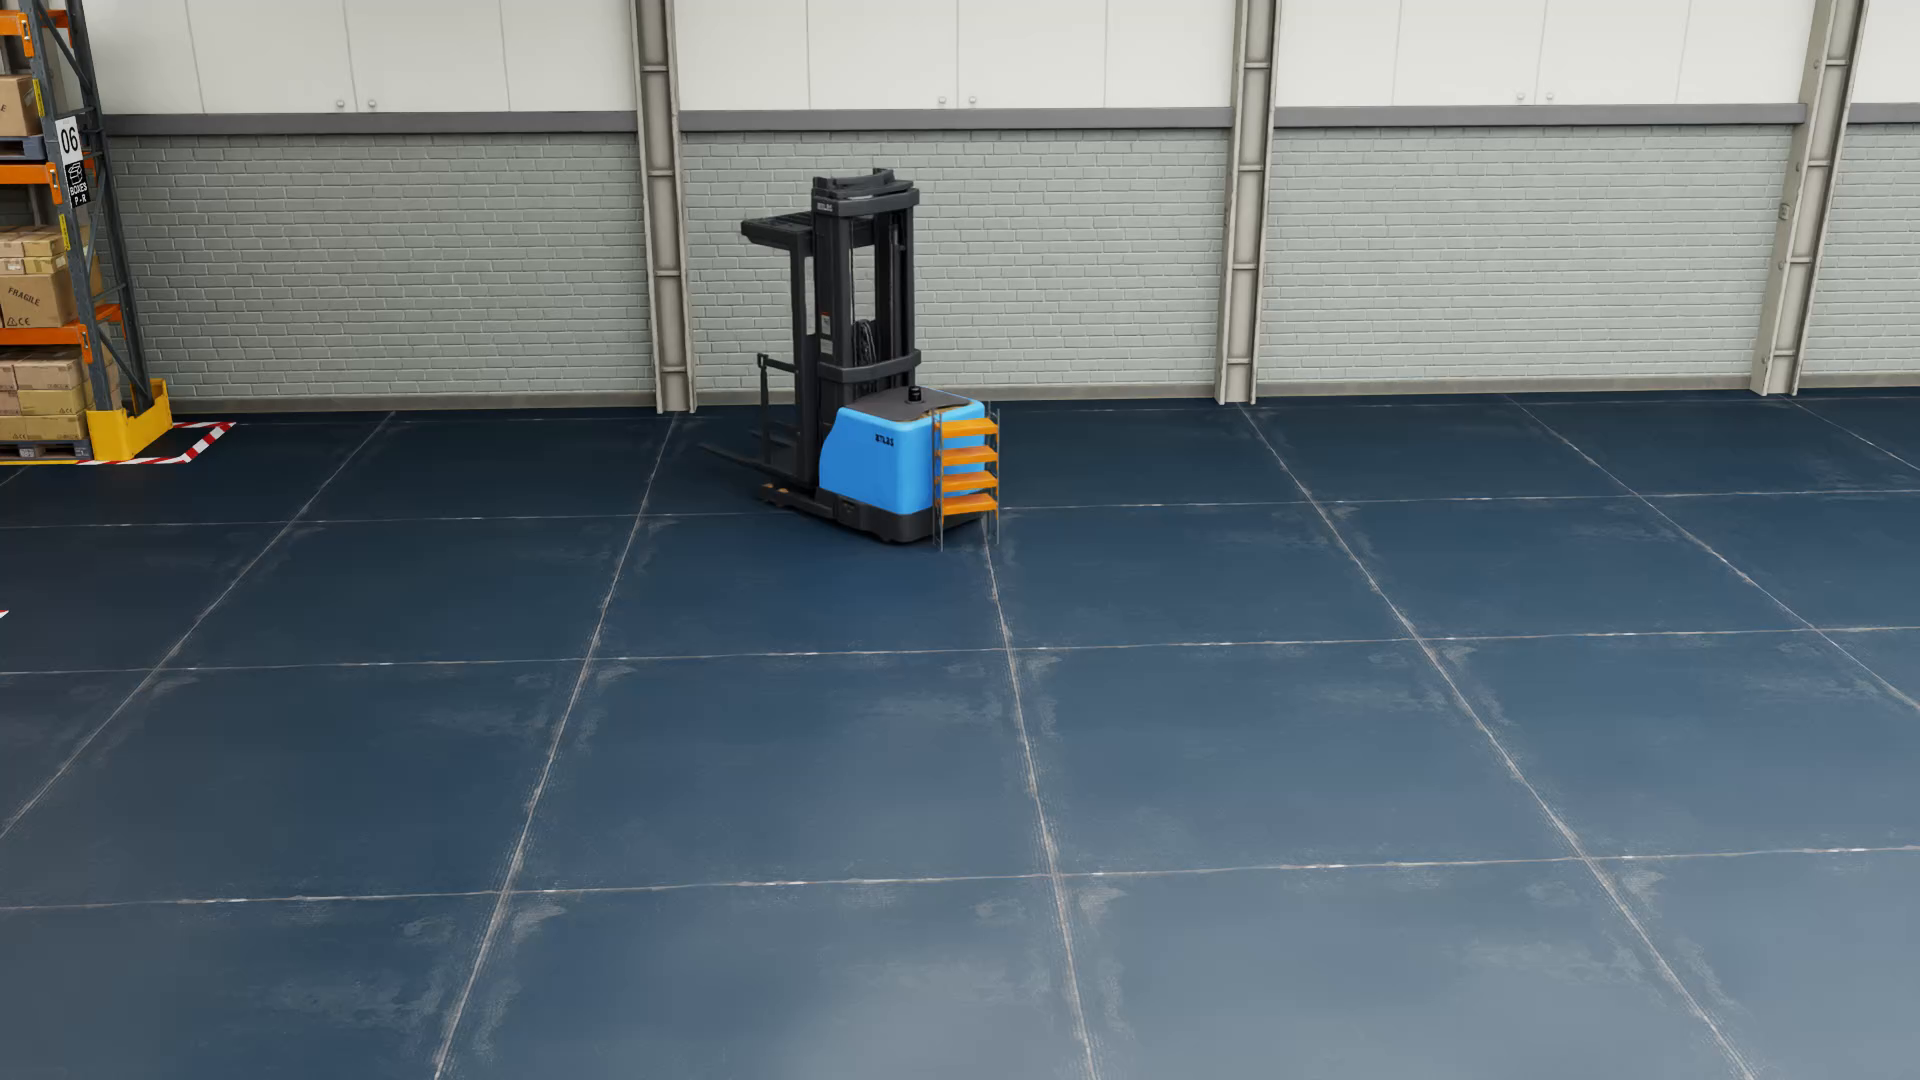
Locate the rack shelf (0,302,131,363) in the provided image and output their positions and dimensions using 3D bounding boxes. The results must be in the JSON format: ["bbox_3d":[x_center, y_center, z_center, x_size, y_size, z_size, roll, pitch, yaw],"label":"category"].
[{"bbox_3d":[-10.253,-1.993,16.083,4.000,0.370,1.077,-1,21,-3],"label":"rack shelf"}]

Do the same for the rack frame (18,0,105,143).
[{"bbox_3d":[-8.256,-5.174,14.994,0.127,3.000,1.000,-1,21,-3],"label":"rack frame"}]

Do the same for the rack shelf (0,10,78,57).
[{"bbox_3d":[-10.253,-4.610,15.087,4.000,0.370,1.077,-1,21,-3],"label":"rack shelf"}]

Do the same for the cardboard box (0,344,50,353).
[{"bbox_3d":[-9.245,-1.795,16.419,0.500,0.250,0.500,-1,21,-3],"label":"cardboard box"}]

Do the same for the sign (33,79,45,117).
[{"bbox_3d":[-8.239,-3.956,14.877,0.005,0.325,0.100,-1,21,-3],"label":"sign"}]

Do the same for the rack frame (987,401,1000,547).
[{"bbox_3d":[0.276,-0.544,13.796,0.015,1.200,0.240,-7,22,-17],"label":"rack frame"}]

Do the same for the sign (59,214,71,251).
[{"bbox_3d":[-8.239,-2.829,15.306,0.005,0.325,0.100,-1,21,-3],"label":"sign"}]

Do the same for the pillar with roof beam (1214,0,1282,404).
[{"bbox_3d":[3.224,-4.194,12.421,0.400,9.000,9.100,-1,21,-3],"label":"pillar with roof beam"}]

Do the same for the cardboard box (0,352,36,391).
[{"bbox_3d":[-9.207,-1.616,15.950,0.500,0.250,0.500,-1,21,-2],"label":"cardboard box"}]

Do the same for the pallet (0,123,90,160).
[{"bbox_3d":[-8.963,-3.725,15.530,1.213,0.211,1.003,-1,21,-3],"label":"pallet"}]

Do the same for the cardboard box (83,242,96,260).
[{"bbox_3d":[-8.610,-2.805,16.152,0.250,0.149,0.380,-2,21,-4],"label":"cardboard box"}]

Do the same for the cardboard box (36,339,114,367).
[{"bbox_3d":[-8.747,-1.806,16.449,0.500,0.250,0.500,-1,21,-4],"label":"cardboard box"}]

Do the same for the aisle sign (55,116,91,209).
[{"bbox_3d":[-8.174,-3.482,15.328,0.004,0.787,0.394,-1,21,-3],"label":"aisle sign"}]

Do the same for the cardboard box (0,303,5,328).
[{"bbox_3d":[-9.251,-2.306,15.753,0.500,0.500,0.500,-1,21,-1],"label":"cardboard box"}]

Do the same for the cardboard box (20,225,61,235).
[{"bbox_3d":[-8.873,-2.945,16.101,0.250,0.149,0.380,0,21,-1],"label":"cardboard box"}]

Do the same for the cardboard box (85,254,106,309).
[{"bbox_3d":[-8.766,-2.505,16.276,0.500,0.500,0.500,0,21,-1],"label":"cardboard box"}]

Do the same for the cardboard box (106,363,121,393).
[{"bbox_3d":[-8.737,-1.579,16.556,0.500,0.250,0.500,-1,21,-2],"label":"cardboard box"}]

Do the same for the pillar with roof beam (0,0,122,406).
[{"bbox_3d":[-8.757,-3.950,11.781,0.400,9.000,9.100,-1,21,-3],"label":"pillar with roof beam"}]

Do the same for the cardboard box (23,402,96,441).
[{"bbox_3d":[-8.707,-1.159,16.156,0.500,0.250,0.500,-1,21,-3],"label":"cardboard box"}]

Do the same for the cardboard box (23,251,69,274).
[{"bbox_3d":[-8.586,-2.613,15.648,0.250,0.149,0.380,-1,21,-2],"label":"cardboard box"}]

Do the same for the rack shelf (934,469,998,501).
[{"bbox_3d":[0.045,-0.454,13.748,0.480,0.148,0.258,-7,22,-17],"label":"rack shelf"}]

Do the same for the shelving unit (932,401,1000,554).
[{"bbox_3d":[0.045,-0.517,13.724,0.503,1.200,0.258,-7,22,-17],"label":"shelving unit"}]

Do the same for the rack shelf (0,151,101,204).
[{"bbox_3d":[-10.253,-3.395,15.549,4.000,0.370,1.077,-1,21,-3],"label":"rack shelf"}]

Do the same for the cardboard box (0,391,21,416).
[{"bbox_3d":[-9.225,-1.388,16.053,0.500,0.250,0.500,-1,21,-4],"label":"cardboard box"}]

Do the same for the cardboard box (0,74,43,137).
[{"bbox_3d":[-8.684,-3.966,15.167,0.500,0.500,0.500,0,21,-1],"label":"cardboard box"}]

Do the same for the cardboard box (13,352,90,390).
[{"bbox_3d":[-8.698,-1.628,15.983,0.500,0.250,0.500,0,21,-1],"label":"cardboard box"}]

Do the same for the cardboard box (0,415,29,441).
[{"bbox_3d":[-9.204,-1.153,16.139,0.500,0.250,0.500,-1,21,-3],"label":"cardboard box"}]

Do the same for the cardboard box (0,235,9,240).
[{"bbox_3d":[-9.106,-2.746,15.578,0.250,0.149,0.380,-1,21,-2],"label":"cardboard box"}]

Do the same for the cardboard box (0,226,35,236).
[{"bbox_3d":[-9.130,-2.924,16.047,0.250,0.149,0.380,-1,21,-2],"label":"cardboard box"}]

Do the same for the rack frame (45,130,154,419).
[{"bbox_3d":[-8.256,-2.370,16.062,0.127,3.000,1.000,-1,21,-3],"label":"rack frame"}]

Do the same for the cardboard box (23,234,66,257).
[{"bbox_3d":[-8.602,-2.777,15.660,0.250,0.149,0.380,-1,21,-3],"label":"cardboard box"}]

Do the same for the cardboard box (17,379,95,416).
[{"bbox_3d":[-8.724,-1.394,16.069,0.500,0.250,0.500,-1,21,-4],"label":"cardboard box"}]

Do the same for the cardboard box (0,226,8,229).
[{"bbox_3d":[-9.377,-2.924,16.048,0.250,0.149,0.380,-1,21,-3],"label":"cardboard box"}]

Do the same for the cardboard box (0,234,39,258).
[{"bbox_3d":[-8.846,-2.761,15.618,0.250,0.149,0.380,-1,21,-3],"label":"cardboard box"}]

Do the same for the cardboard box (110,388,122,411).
[{"bbox_3d":[-8.758,-1.341,16.632,0.500,0.250,0.500,-1,21,-3],"label":"cardboard box"}]

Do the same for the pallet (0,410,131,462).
[{"bbox_3d":[-9.017,-1.036,16.478,1.213,0.211,1.003,-1,21,-3],"label":"pallet"}]

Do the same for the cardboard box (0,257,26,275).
[{"bbox_3d":[-8.840,-2.598,15.607,0.250,0.149,0.380,-1,21,-2],"label":"cardboard box"}]

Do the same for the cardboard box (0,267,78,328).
[{"bbox_3d":[-8.732,-2.313,15.772,0.500,0.500,0.500,-2,21,-4],"label":"cardboard box"}]

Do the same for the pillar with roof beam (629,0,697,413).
[{"bbox_3d":[-2.767,-4.072,12.101,0.400,9.000,9.100,-1,21,-3],"label":"pillar with roof beam"}]

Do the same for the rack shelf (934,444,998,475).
[{"bbox_3d":[0.045,-0.663,13.668,0.480,0.148,0.258,-7,22,-17],"label":"rack shelf"}]

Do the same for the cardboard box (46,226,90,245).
[{"bbox_3d":[-8.604,-2.928,16.057,0.250,0.149,0.380,-2,21,-4],"label":"cardboard box"}]

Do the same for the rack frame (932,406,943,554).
[{"bbox_3d":[-0.187,-0.490,13.652,0.015,1.200,0.240,-7,22,-17],"label":"rack frame"}]

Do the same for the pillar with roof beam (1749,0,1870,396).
[{"bbox_3d":[9.214,-4.316,12.741,0.400,9.000,9.100,-1,21,-3],"label":"pillar with roof beam"}]

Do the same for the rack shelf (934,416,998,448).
[{"bbox_3d":[0.044,-0.884,13.584,0.480,0.148,0.258,-7,22,-17],"label":"rack shelf"}]

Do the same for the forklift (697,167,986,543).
[{"bbox_3d":[-1.183,-1.778,14.602,3.031,2.935,1.130,19,28,41],"label":"forklift"}]

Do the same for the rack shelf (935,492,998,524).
[{"bbox_3d":[0.045,-0.269,13.819,0.480,0.148,0.258,-7,22,-17],"label":"rack shelf"}]

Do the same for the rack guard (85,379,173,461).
[{"bbox_3d":[-8.232,-1.202,16.508,0.348,0.500,1.175,-1,21,-3],"label":"rack guard"}]
